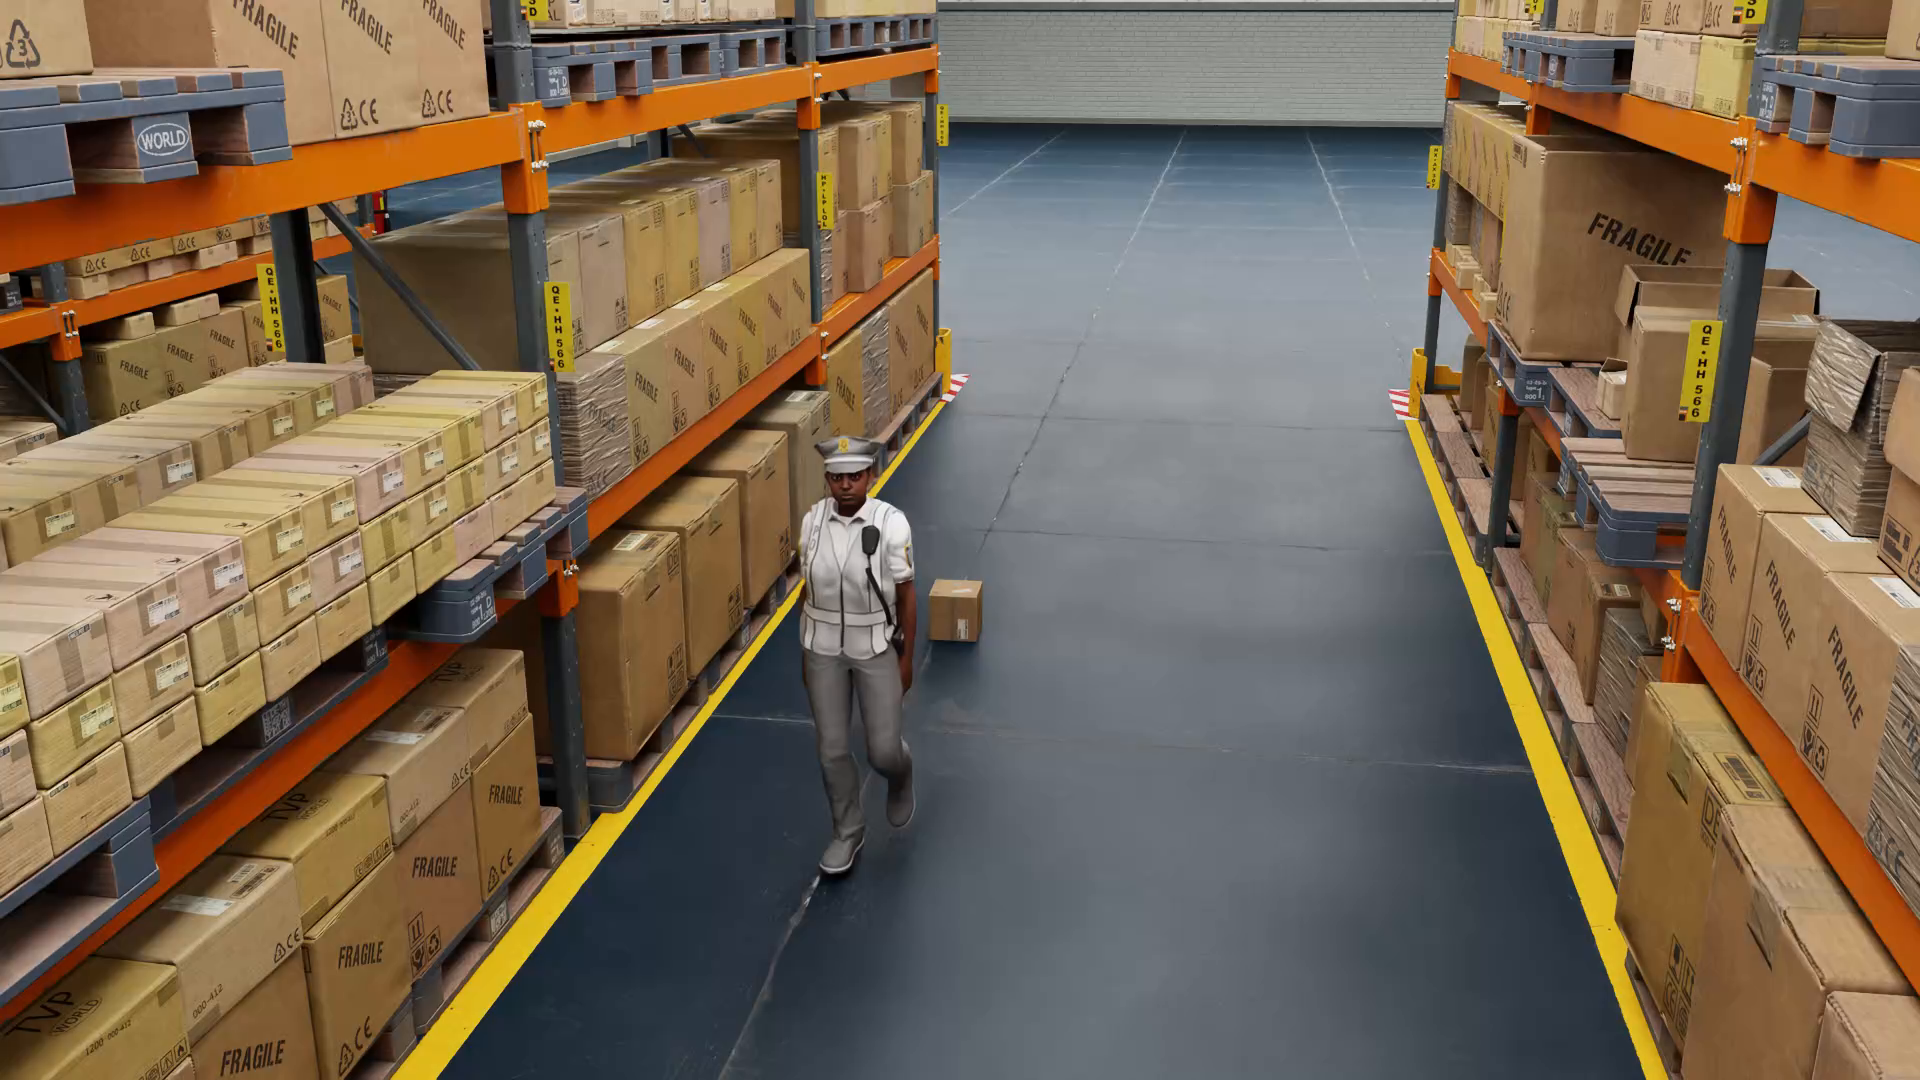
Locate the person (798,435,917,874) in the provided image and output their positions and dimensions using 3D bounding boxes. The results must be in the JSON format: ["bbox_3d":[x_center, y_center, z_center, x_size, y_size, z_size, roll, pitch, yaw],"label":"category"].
[{"bbox_3d":[-0.375,0.397,6.208,0.448,1.676,0.513,4,18,12],"label":"person"}]
